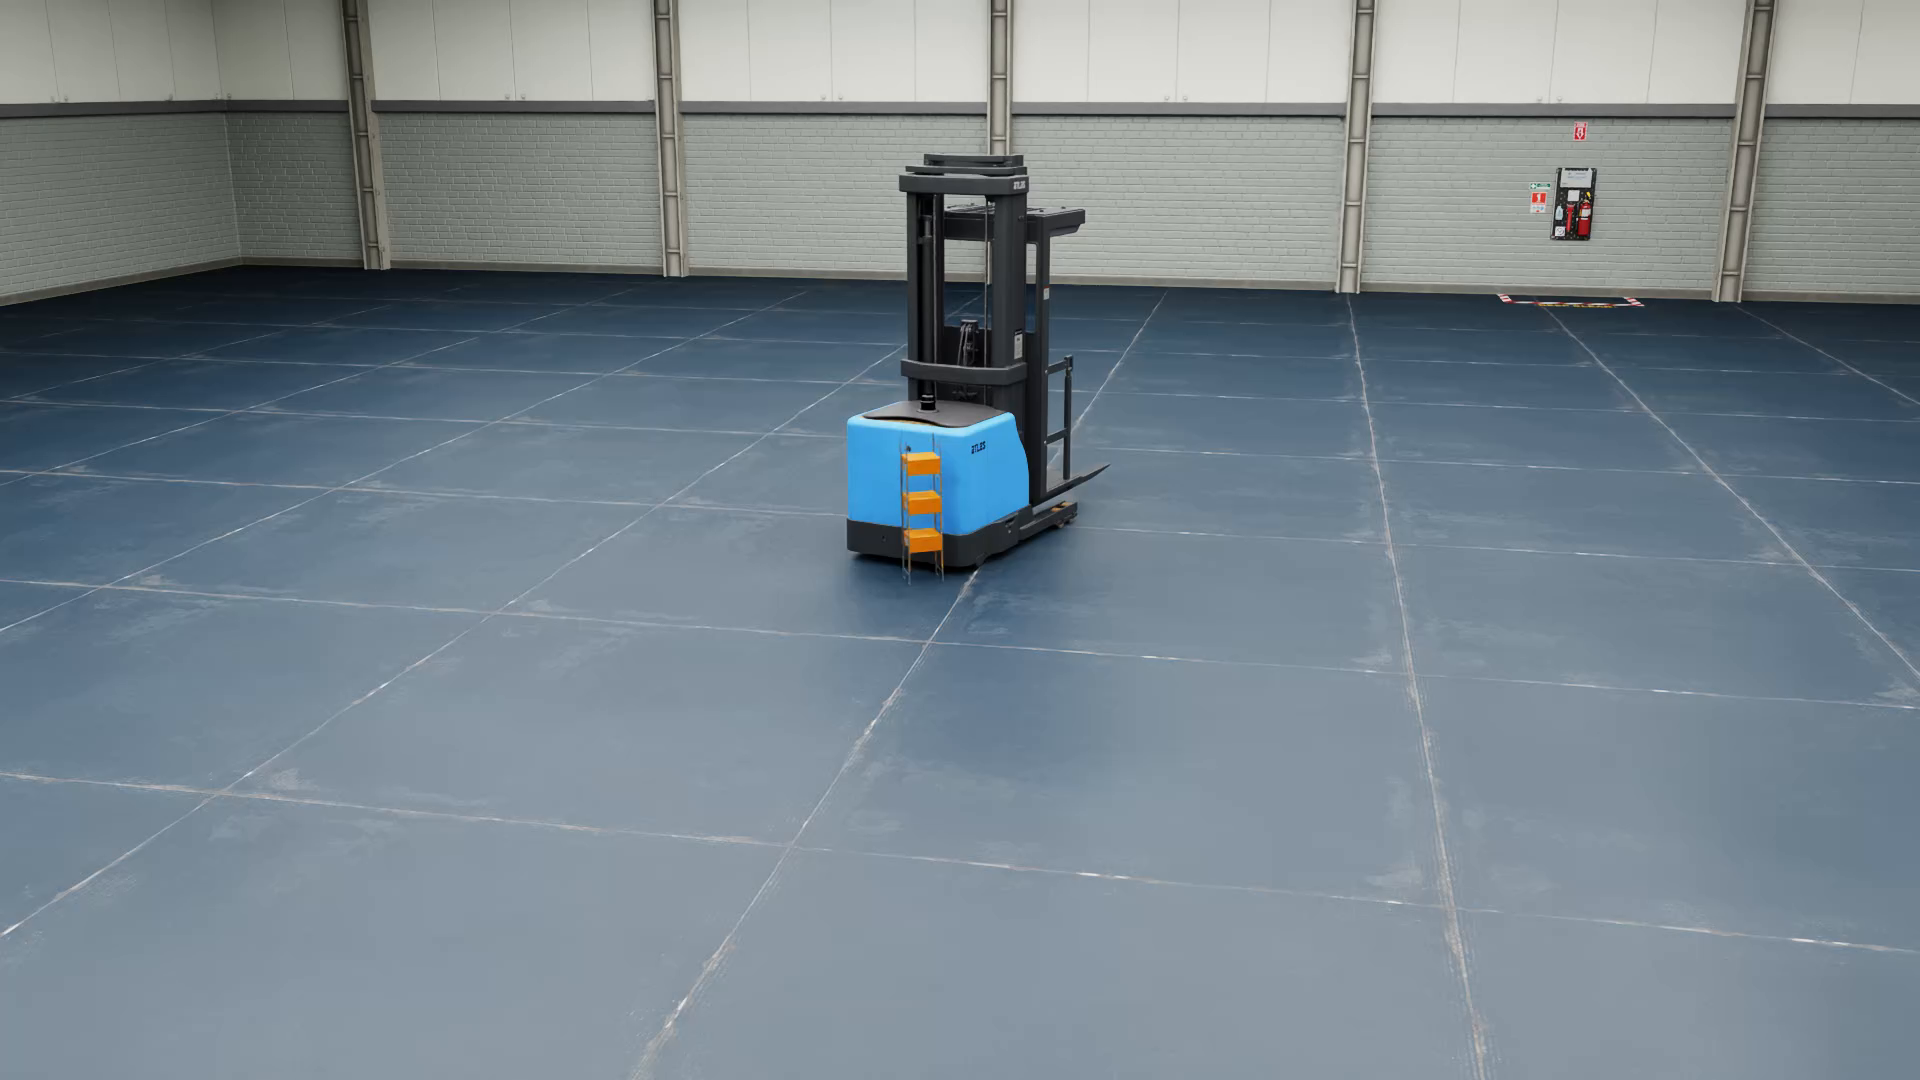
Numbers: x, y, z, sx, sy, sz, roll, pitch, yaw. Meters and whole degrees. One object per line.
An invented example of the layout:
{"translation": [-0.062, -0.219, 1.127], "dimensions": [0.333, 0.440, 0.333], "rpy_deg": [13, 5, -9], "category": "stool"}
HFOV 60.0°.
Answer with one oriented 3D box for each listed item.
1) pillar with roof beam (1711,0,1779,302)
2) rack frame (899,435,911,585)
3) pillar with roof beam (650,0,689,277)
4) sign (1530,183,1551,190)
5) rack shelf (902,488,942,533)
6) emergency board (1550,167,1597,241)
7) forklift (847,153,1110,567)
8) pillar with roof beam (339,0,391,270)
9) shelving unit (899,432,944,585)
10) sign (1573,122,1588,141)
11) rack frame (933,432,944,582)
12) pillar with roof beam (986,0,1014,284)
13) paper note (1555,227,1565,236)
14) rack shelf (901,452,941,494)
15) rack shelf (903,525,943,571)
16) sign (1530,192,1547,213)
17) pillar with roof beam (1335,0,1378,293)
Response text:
{"translation": [11.586, -7.097, 21.756], "dimensions": [0.400, 9.000, 9.100], "rpy_deg": [3, 16, 11], "category": "pillar with roof beam"}
{"translation": [-0.390, -0.210, 11.778], "dimensions": [0.008, 1.050, 0.200], "rpy_deg": [-5, 17, -14], "category": "rack frame"}
{"translation": [-6.053, -8.055, 25.213], "dimensions": [0.400, 9.000, 9.100], "rpy_deg": [3, 16, 11], "category": "pillar with roof beam"}
{"translation": [9.512, -5.800, 27.252], "dimensions": [0.331, 0.109, 0.001], "rpy_deg": [3, 16, 11], "category": "sign"}
{"translation": [-0.272, -0.211, 11.812], "dimensions": [0.240, 0.259, 0.215], "rpy_deg": [-5, 17, -14], "category": "rack shelf"}
{"translation": [10.030, -5.474, 27.133], "dimensions": [0.643, 1.169, 0.194], "rpy_deg": [3, 16, 11], "category": "emergency board"}
{"translation": [0.299, -1.559, 13.129], "dimensions": [1.130, 2.935, 3.031], "rpy_deg": [8, 18, 28], "category": "forklift"}
{"translation": [-11.932, -8.374, 26.365], "dimensions": [0.400, 9.000, 9.100], "rpy_deg": [3, 16, 11], "category": "pillar with roof beam"}
{"translation": [-0.273, -0.221, 11.809], "dimensions": [0.252, 1.050, 0.215], "rpy_deg": [-5, 17, -14], "category": "shelving unit"}
{"translation": [10.042, -6.617, 26.919], "dimensions": [0.199, 0.298, 0.001], "rpy_deg": [3, 16, 11], "category": "sign"}
{"translation": [-0.155, -0.232, 11.839], "dimensions": [0.008, 1.050, 0.200], "rpy_deg": [-5, 17, -14], "category": "rack frame"}
{"translation": [-0.173, -7.735, 24.060], "dimensions": [0.400, 9.000, 9.100], "rpy_deg": [3, 16, 11], "category": "pillar with roof beam"}
{"translation": [9.871, -5.077, 27.350], "dimensions": [0.142, 0.148, 0.016], "rpy_deg": [3, 16, 11], "category": "paper note"}
{"translation": [-0.277, -0.483, 11.732], "dimensions": [0.240, 0.259, 0.215], "rpy_deg": [-5, 17, -14], "category": "rack shelf"}
{"translation": [-0.268, 0.056, 11.890], "dimensions": [0.240, 0.259, 0.215], "rpy_deg": [-5, 17, -14], "category": "rack shelf"}
{"translation": [9.509, -5.547, 27.332], "dimensions": [0.234, 0.329, 0.001], "rpy_deg": [3, 16, 11], "category": "sign"}
{"translation": [5.707, -7.416, 22.908], "dimensions": [0.400, 9.000, 9.100], "rpy_deg": [3, 16, 11], "category": "pillar with roof beam"}
